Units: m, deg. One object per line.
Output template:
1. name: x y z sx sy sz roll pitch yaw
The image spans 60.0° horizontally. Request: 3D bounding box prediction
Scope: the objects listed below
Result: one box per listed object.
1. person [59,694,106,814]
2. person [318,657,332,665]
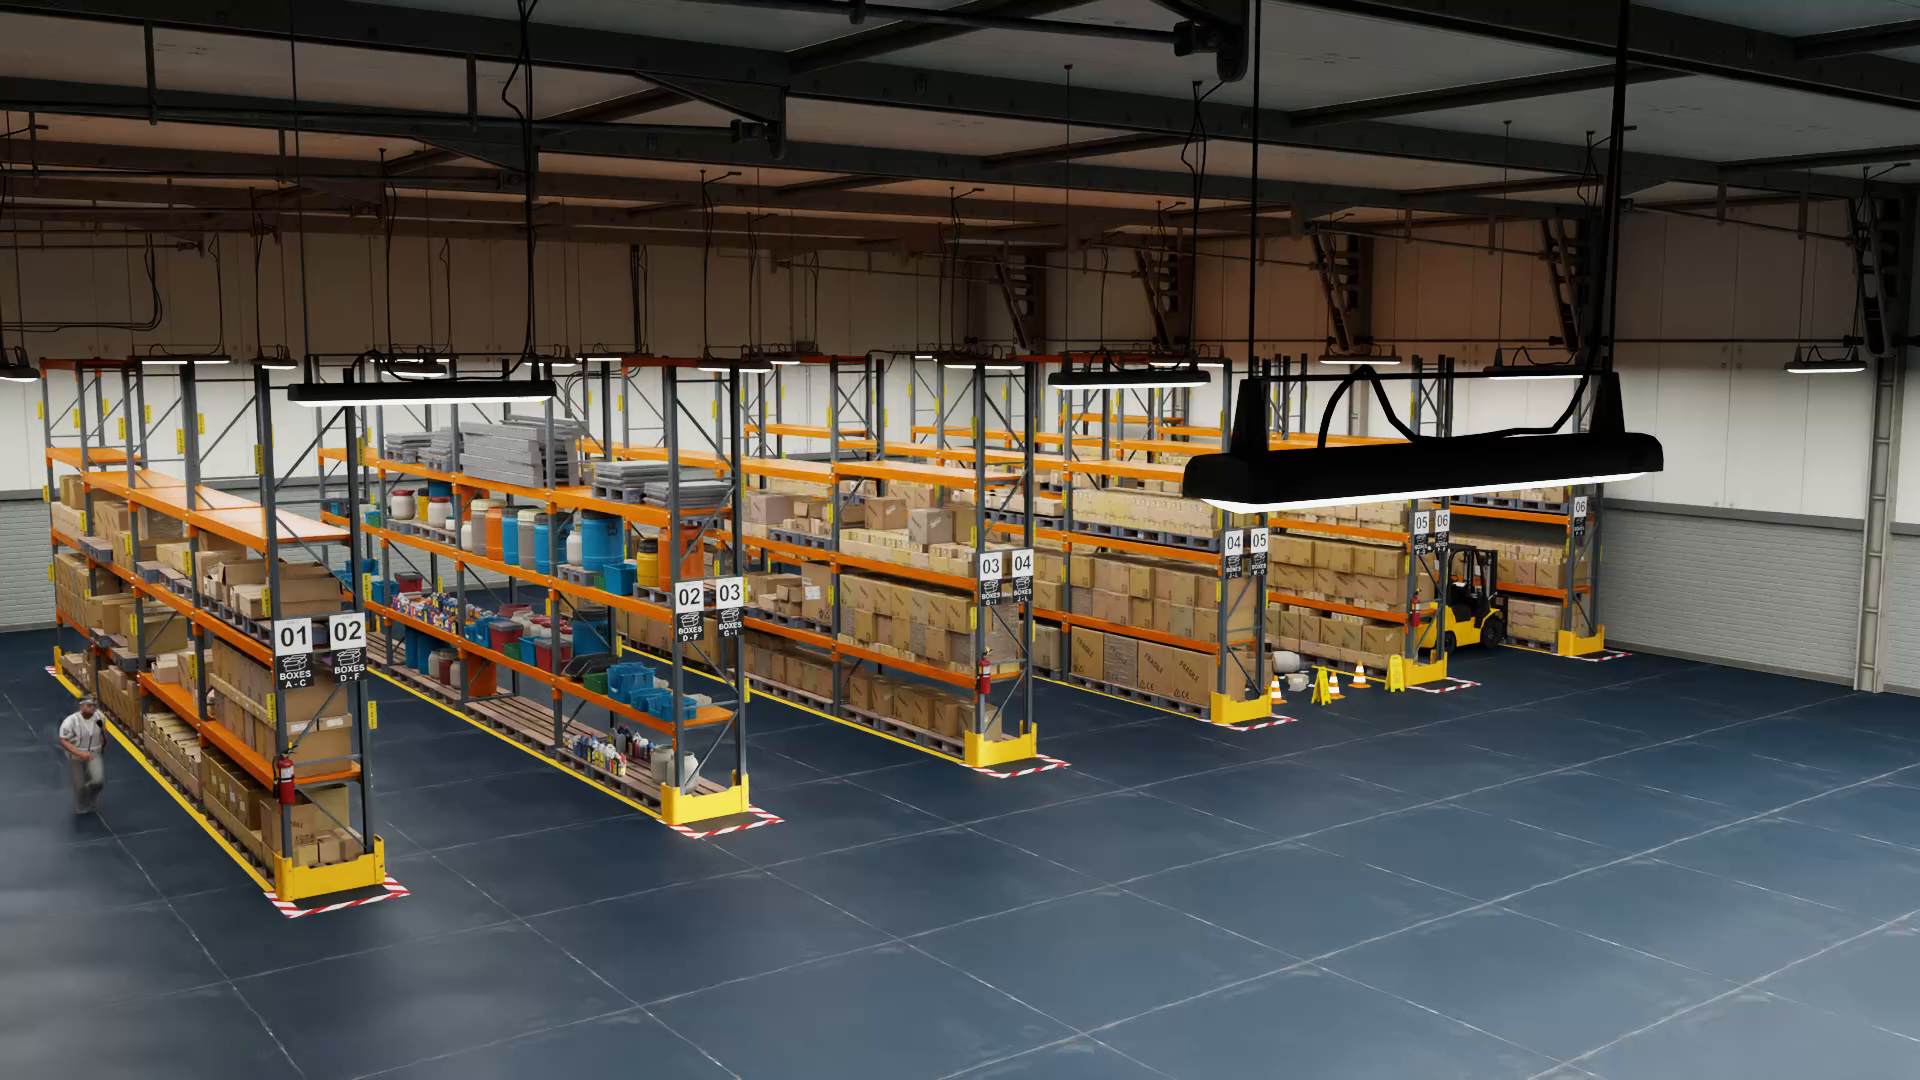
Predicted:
1. person: -11.673 2.844 22.157 0.625 1.677 0.707 -5 9 -38
2. person: -10.696 2.190 28.069 0.411 1.526 0.888 -7 10 -45
